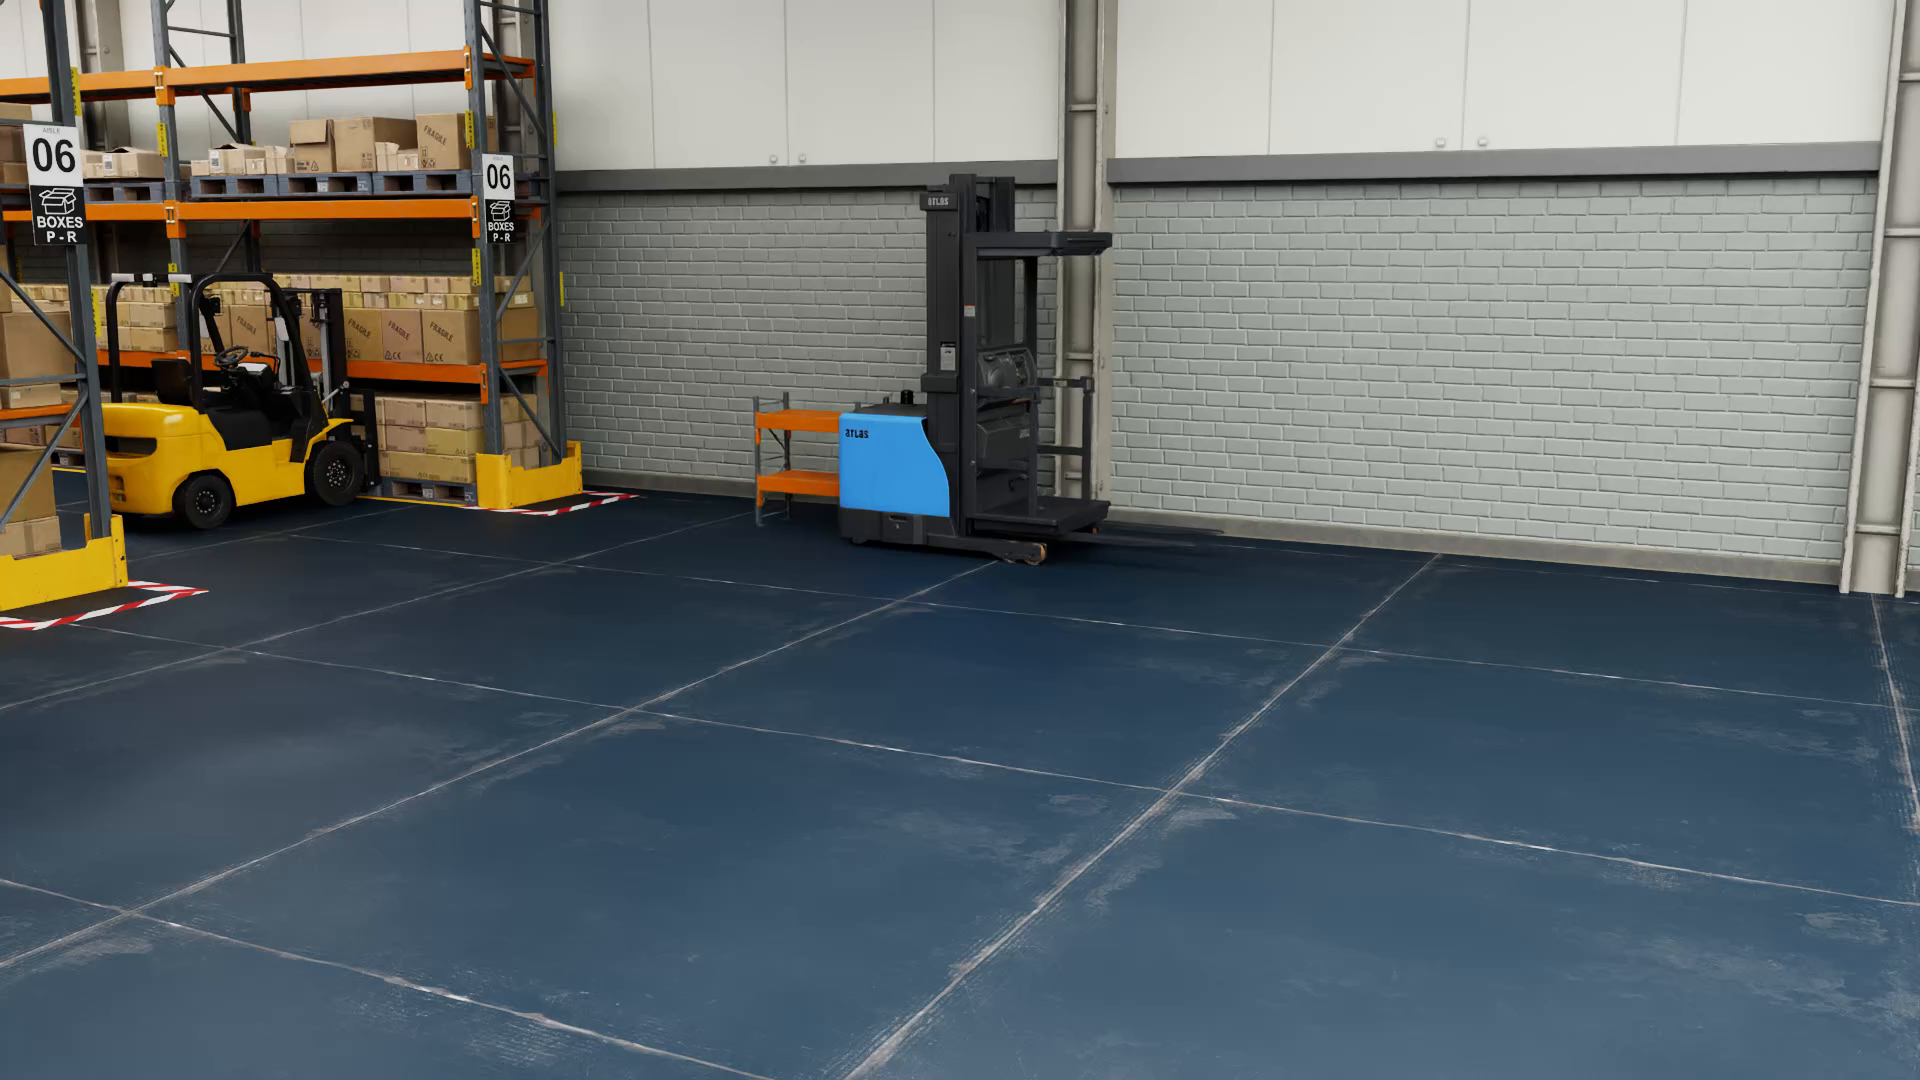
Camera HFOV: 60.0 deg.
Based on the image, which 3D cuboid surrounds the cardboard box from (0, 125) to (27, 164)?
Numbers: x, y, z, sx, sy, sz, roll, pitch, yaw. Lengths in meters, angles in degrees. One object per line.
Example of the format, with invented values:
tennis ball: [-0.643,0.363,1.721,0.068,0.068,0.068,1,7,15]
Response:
cardboard box: [-6.630,-2.701,11.394,0.500,0.250,0.500,5,11,25]

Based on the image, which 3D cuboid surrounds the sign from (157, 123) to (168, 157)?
sign: [-7.923,-3.976,16.520,0.005,0.325,0.100,5,11,26]

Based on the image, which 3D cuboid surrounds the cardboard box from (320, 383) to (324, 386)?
cardboard box: [-6.704,-1.479,17.211,0.500,0.250,0.500,5,11,25]

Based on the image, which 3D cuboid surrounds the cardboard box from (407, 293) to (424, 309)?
cardboard box: [-4.987,-2.260,15.691,0.250,0.149,0.380,5,12,27]

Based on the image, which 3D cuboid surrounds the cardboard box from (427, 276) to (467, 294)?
cardboard box: [-4.754,-2.387,15.559,0.250,0.149,0.380,5,11,26]

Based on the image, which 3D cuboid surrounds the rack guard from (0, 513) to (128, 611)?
rack guard: [-6.366,0.154,11.476,0.348,0.500,1.175,5,11,26]

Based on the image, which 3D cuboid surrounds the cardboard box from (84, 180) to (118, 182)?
cardboard box: [-9.336,-3.955,17.933,0.250,0.166,0.380,5,11,26]

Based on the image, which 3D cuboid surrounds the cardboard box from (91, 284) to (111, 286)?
cardboard box: [-9.512,-2.751,18.404,0.250,0.149,0.380,5,12,27]

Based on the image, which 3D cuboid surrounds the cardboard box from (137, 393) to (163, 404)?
cardboard box: [-8.165,-1.256,17.735,0.625,0.625,0.875,6,12,28]

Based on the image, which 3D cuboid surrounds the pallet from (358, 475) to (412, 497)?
pallet: [-5.899,-0.641,16.679,1.213,0.211,1.003,5,11,26]

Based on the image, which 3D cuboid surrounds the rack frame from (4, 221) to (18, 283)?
rack frame: [-11.279,-2.494,19.085,0.127,3.000,1.000,5,11,26]

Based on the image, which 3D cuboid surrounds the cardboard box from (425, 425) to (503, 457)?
cardboard box: [-4.679,-0.951,15.701,0.500,0.250,0.500,5,11,25]

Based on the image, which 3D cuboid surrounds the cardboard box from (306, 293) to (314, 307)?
cardboard box: [-6.144,-2.355,16.216,0.250,0.149,0.380,5,11,25]

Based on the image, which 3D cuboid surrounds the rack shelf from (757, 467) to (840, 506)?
rack shelf: [-1.185,-0.427,14.302,1.000,0.278,0.538,5,12,28]

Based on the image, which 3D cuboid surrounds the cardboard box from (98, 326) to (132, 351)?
cardboard box: [-8.713,-2.141,17.560,0.500,0.250,0.500,5,11,25]

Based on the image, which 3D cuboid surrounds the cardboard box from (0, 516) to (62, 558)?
cardboard box: [-6.898,-0.032,12.023,0.500,0.250,0.500,5,11,25]

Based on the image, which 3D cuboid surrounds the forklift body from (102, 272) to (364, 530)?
forklift body: [-6.612,-1.304,14.894,1.214,2.155,2.313,5,11,26]

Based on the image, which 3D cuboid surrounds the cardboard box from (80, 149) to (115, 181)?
cardboard box: [-9.137,-3.945,17.473,0.500,0.311,0.500,5,11,24]

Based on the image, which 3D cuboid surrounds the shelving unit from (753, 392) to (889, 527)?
shelving unit: [-1.185,-0.667,14.258,1.048,1.125,0.538,5,12,28]

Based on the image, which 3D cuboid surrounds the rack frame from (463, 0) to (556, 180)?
rack frame: [-4.104,-4.815,15.068,0.127,3.000,1.000,5,11,26]

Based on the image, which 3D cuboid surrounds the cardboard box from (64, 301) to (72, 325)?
cardboard box: [-9.166,-2.429,17.746,0.500,0.250,0.500,5,12,27]

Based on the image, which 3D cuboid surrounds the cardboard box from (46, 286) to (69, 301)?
cardboard box: [-9.527,-2.643,17.807,0.250,0.149,0.380,5,11,24]

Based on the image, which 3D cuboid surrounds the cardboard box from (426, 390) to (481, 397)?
cardboard box: [-4.901,-1.316,16.311,0.500,0.250,0.500,5,11,26]

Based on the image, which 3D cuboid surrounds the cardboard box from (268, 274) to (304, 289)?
cardboard box: [-6.600,-2.543,16.421,0.250,0.149,0.380,5,11,25]

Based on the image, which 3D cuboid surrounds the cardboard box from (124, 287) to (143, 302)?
cardboard box: [-8.532,-2.583,17.479,0.250,0.149,0.380,5,11,26]

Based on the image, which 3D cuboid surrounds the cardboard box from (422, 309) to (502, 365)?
cardboard box: [-4.662,-1.909,15.576,0.500,0.500,0.500,5,11,25]

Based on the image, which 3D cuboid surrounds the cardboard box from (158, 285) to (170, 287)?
cardboard box: [-8.591,-2.675,17.985,0.250,0.149,0.380,5,11,25]

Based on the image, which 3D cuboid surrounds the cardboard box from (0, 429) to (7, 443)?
cardboard box: [-10.725,-1.480,18.976,0.625,0.625,0.875,5,12,28]

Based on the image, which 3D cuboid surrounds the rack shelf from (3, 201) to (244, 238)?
rack shelf: [-9.485,-3.458,18.012,4.000,0.370,1.077,5,11,26]

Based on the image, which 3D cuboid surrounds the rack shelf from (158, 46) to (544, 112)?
rack shelf: [-5.898,-4.422,16.039,4.000,0.370,1.077,5,11,26]

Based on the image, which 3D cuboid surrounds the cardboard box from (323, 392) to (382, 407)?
cardboard box: [-6.024,-1.314,16.301,0.500,0.250,0.500,5,11,25]

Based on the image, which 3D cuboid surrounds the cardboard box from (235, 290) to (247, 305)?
cardboard box: [-7.043,-2.443,16.706,0.250,0.149,0.380,5,11,26]

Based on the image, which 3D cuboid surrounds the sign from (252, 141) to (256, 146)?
sign: [-7.447,-4.037,17.514,0.005,0.325,0.100,5,11,26]

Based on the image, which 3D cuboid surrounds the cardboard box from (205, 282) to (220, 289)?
cardboard box: [-7.537,-2.621,16.850,0.250,0.149,0.380,5,12,27]

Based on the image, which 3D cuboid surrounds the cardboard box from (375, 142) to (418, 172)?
cardboard box: [-5.209,-3.566,15.504,0.258,0.266,0.396,5,11,26]

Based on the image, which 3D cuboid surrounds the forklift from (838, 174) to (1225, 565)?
forklift: [0.553,-1.359,13.010,3.031,2.935,1.130,5,12,28]

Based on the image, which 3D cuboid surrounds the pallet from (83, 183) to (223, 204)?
pallet: [-8.488,-3.628,17.466,1.217,0.209,0.805,5,11,24]

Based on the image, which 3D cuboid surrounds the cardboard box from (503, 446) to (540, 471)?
cardboard box: [-4.458,-0.787,16.196,0.500,0.250,0.500,5,11,26]

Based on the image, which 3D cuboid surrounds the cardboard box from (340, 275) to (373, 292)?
cardboard box: [-5.708,-2.457,15.946,0.250,0.149,0.380,5,12,27]

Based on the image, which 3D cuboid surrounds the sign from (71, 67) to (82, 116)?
sign: [-6.057,-3.063,11.354,0.005,0.325,0.100,5,11,26]

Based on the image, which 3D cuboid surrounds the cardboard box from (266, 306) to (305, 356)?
cardboard box: [-6.480,-2.073,16.480,0.500,0.500,0.500,5,11,25]

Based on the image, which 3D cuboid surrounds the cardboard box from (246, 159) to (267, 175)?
cardboard box: [-6.734,-3.642,16.255,0.250,0.149,0.380,5,12,28]

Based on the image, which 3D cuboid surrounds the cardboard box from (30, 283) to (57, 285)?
cardboard box: [-10.408,-2.836,18.874,0.250,0.149,0.380,5,11,26]

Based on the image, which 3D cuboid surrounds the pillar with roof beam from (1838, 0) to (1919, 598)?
pillar with roof beam: [4.526,-3.381,7.143,0.400,9.000,9.100,5,11,26]
